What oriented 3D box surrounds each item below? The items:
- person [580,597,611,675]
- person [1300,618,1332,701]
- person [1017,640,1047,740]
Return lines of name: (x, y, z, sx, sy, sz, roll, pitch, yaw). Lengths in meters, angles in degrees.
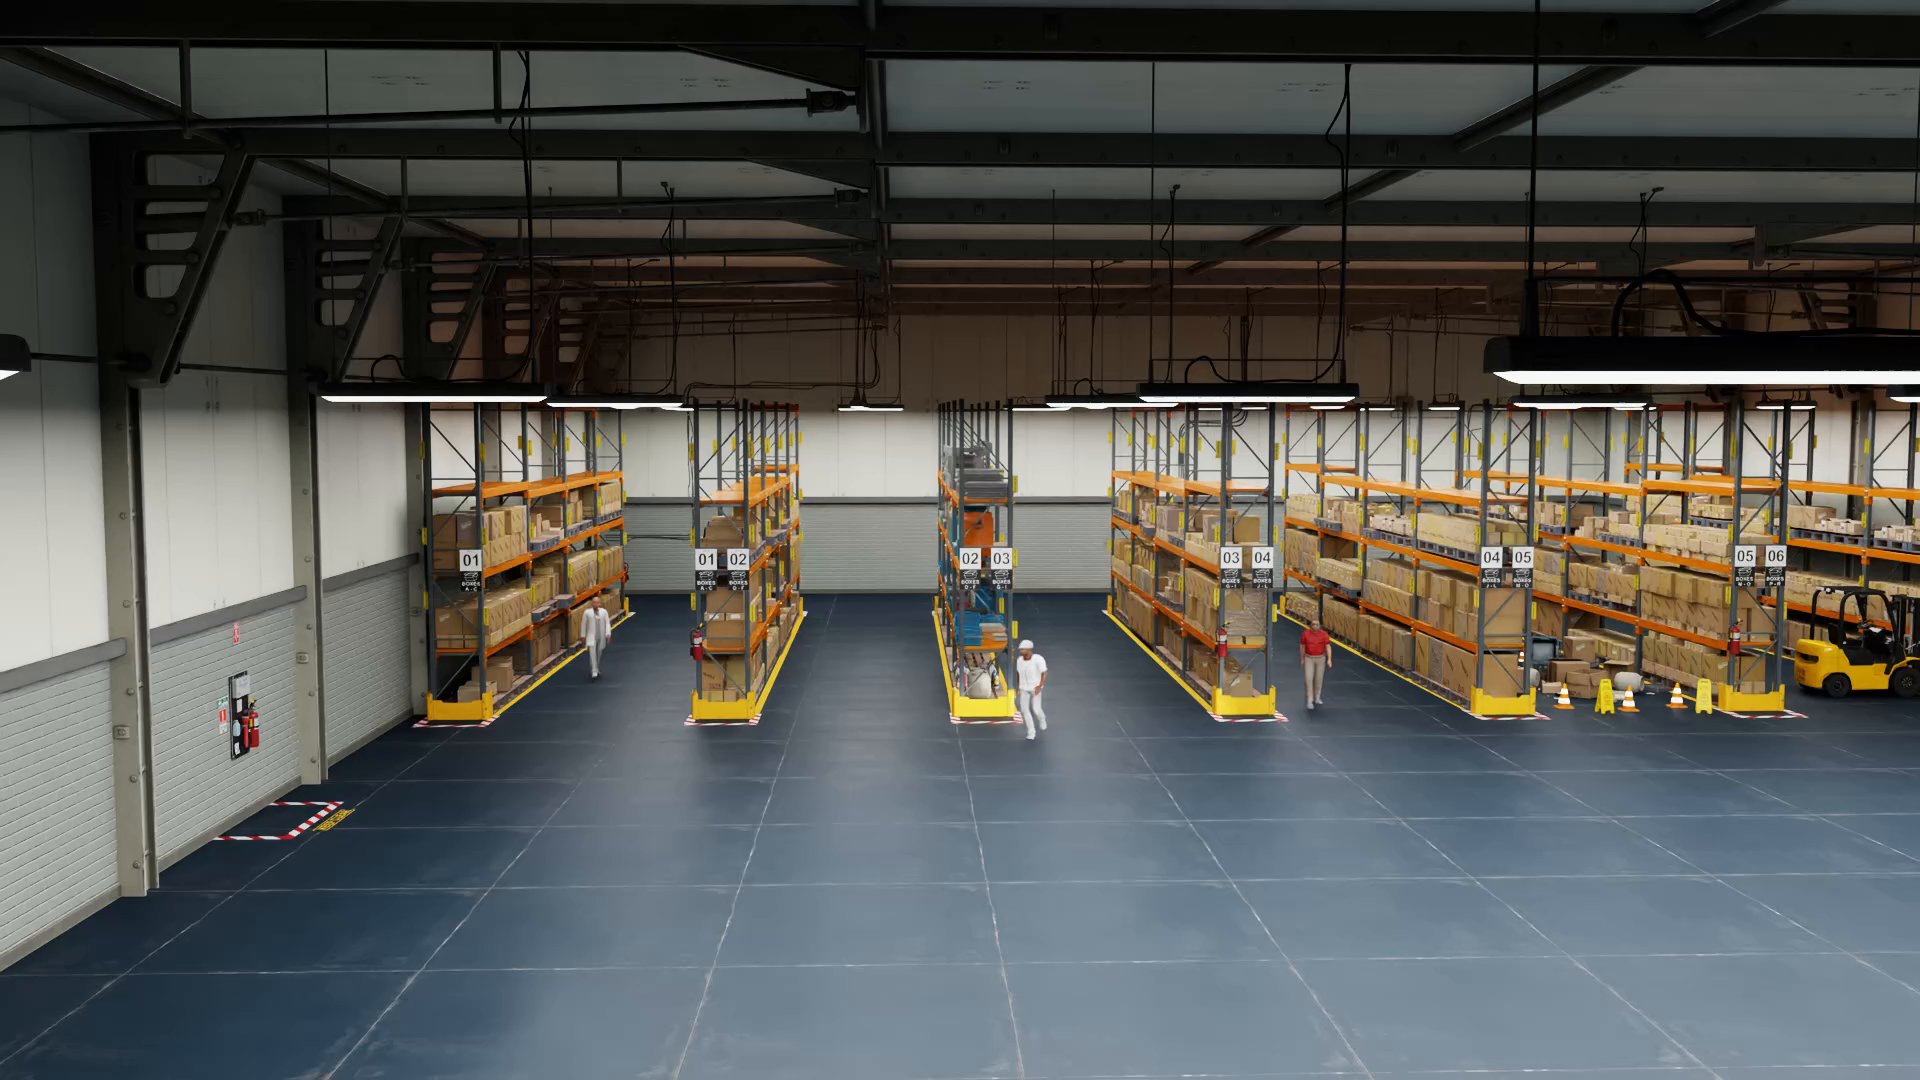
person: (-7.902, 2.060, 36.056, 0.592, 1.659, 0.902, -3, 5, -31)
person: (6.980, 2.342, 32.632, 0.586, 1.647, 0.541, 1, 4, 7)
person: (1.266, 2.628, 29.444, 0.616, 1.730, 0.655, 2, 5, 27)
